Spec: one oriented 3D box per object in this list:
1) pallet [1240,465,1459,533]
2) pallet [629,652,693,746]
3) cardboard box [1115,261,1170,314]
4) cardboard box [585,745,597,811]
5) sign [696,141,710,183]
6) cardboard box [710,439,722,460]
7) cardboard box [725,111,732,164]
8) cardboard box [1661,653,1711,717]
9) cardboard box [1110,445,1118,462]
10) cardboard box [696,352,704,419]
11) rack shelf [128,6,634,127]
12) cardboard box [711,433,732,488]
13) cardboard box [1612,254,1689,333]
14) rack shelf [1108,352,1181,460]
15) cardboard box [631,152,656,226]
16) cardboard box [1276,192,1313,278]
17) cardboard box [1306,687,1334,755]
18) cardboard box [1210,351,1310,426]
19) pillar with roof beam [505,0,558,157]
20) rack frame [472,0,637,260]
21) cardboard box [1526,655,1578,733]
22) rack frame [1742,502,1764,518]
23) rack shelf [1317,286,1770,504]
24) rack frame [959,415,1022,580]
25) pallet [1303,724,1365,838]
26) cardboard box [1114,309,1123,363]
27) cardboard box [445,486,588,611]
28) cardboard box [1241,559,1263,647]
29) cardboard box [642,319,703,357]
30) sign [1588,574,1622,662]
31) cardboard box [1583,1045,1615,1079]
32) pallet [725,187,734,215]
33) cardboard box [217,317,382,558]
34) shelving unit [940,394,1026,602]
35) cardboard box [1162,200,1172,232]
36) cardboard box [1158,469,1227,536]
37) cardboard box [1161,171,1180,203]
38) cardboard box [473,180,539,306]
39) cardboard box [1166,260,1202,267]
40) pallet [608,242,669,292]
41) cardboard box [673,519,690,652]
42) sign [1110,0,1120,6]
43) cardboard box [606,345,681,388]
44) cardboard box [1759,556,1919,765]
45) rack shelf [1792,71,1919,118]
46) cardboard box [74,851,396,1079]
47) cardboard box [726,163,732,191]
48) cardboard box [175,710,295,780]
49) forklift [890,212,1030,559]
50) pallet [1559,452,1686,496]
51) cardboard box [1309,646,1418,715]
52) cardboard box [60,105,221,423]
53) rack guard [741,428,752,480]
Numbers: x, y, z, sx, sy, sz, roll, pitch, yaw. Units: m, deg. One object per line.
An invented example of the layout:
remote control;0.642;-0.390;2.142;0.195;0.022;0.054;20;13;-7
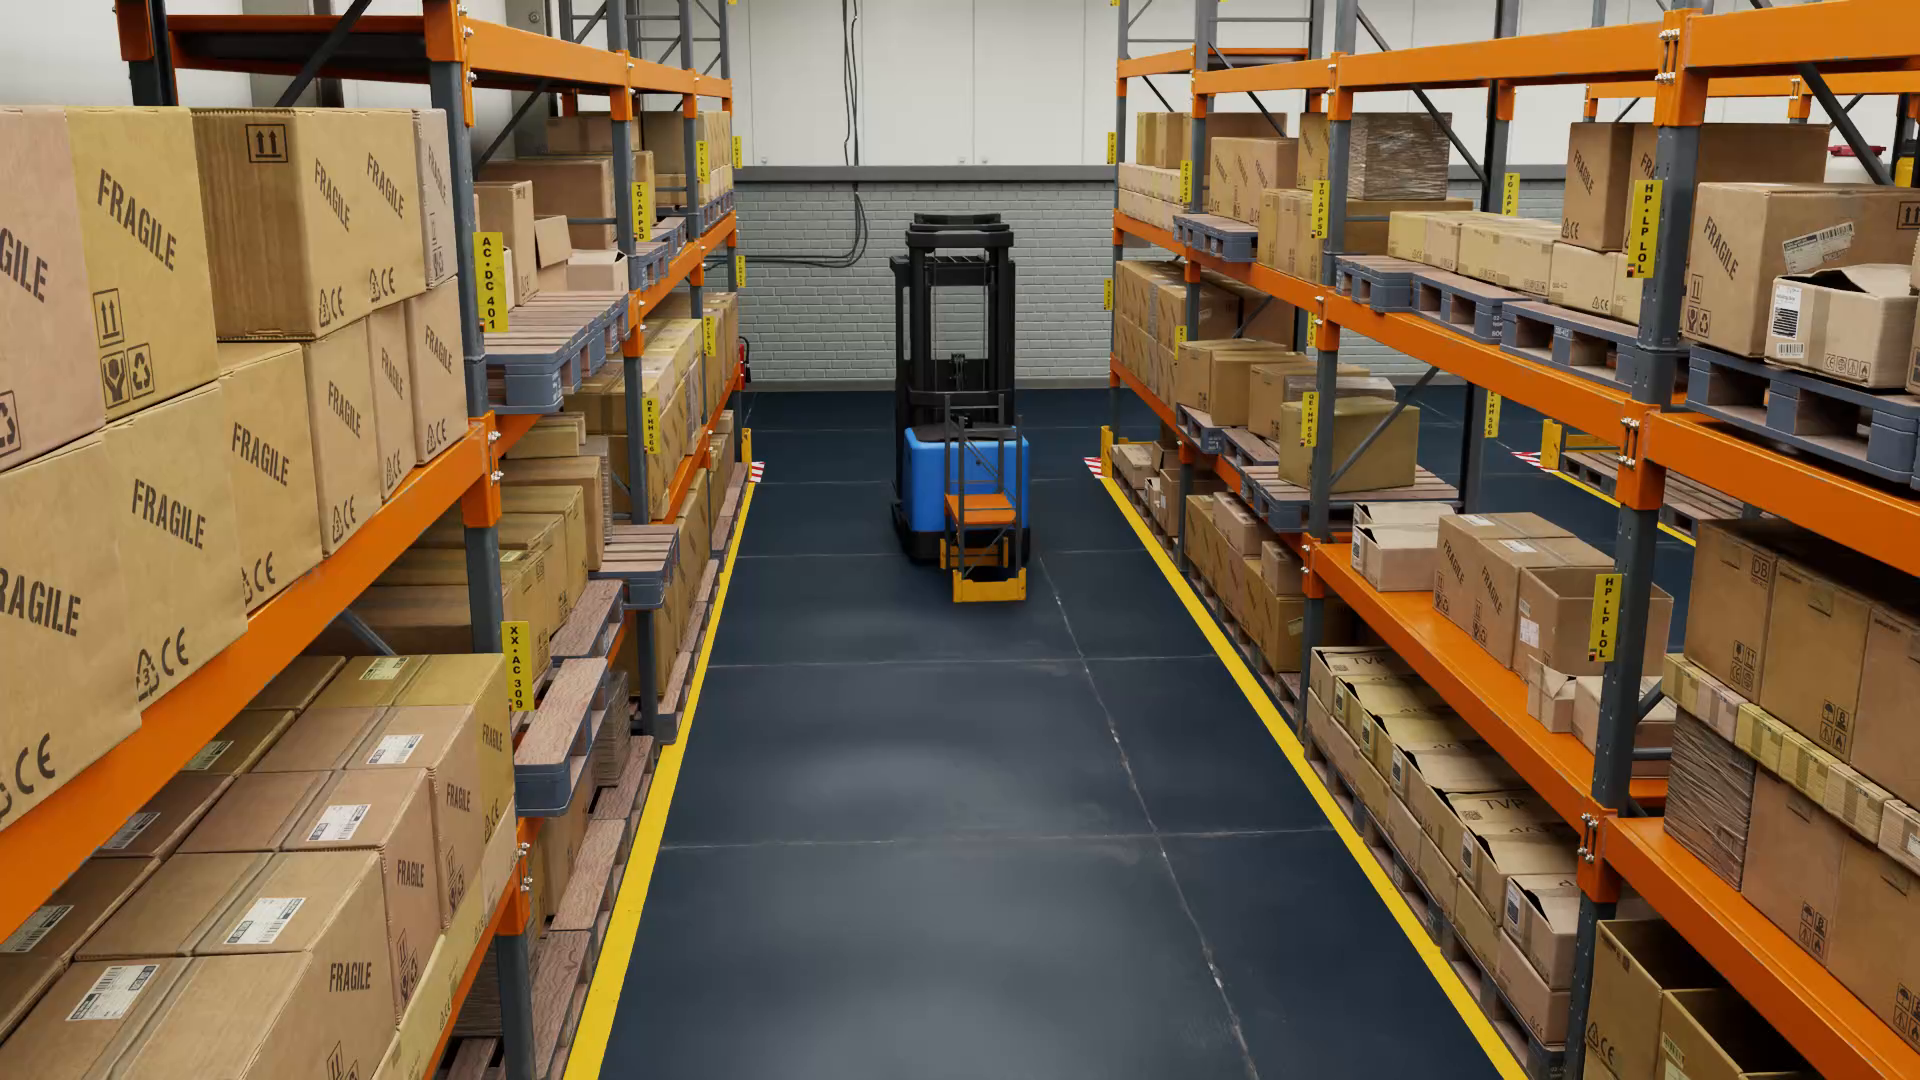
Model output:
pallet;2.502;-0.277;10.692;1.213;0.211;1.003;-1;14;-3
pallet;-2.304;1.028;10.830;1.003;0.211;1.213;-1;14;-3
cardboard box;1.882;-2.610;17.168;0.500;0.500;0.500;0;14;-2
cardboard box;-2.318;1.181;8.775;0.700;0.500;0.500;-1;14;-4
sign;-2.037;-2.986;13.147;0.100;0.325;0.005;-1;14;-3
cardboard box;-2.394;-0.832;15.336;0.380;0.149;0.250;-1;14;-5
cardboard box;-2.508;-3.932;16.245;0.500;0.500;0.500;-1;14;-4
cardboard box;2.685;0.500;5.786;0.380;0.149;0.250;-1;14;-4
cardboard box;1.801;-0.915;17.625;0.380;0.149;0.250;-1;14;-3
cardboard box;-2.298;-1.211;13.100;0.500;0.500;0.500;-1;14;-4
rack shelf;-2.206;-1.991;7.175;1.077;0.370;4.000;-1;14;-3
cardboard box;-2.652;-0.810;16.554;0.700;0.500;0.500;-1;14;-4
cardboard box;2.833;-0.944;6.339;0.500;0.250;0.500;1;14;2
rack shelf;2.242;-1.346;15.906;1.077;0.370;4.000;-1;14;-3
cardboard box;-2.534;-2.476;11.750;0.700;0.500;0.500;-1;14;-4
cardboard box;2.522;-1.938;10.544;0.910;0.500;0.500;-1;14;-3
cardboard box;2.353;1.061;9.784;0.500;0.250;0.500;-1;14;-4
cardboard box;2.278;-1.158;12.686;0.700;0.500;0.500;1;14;5
pillar with roof beam;0.812;-4.252;13.718;9.100;9.000;0.400;-1;14;-3
rack frame;-2.330;-3.030;8.969;1.000;3.000;0.127;-1;14;-3
cardboard box;2.624;0.642;7.006;0.396;0.266;0.258;-1;14;-5
rack frame;7.310;-1.273;14.177;1.000;3.000;0.127;-1;14;-3
rack shelf;2.738;-0.809;7.800;1.077;0.370;4.000;-1;14;-3
rack frame;0.239;-0.240;13.172;0.500;1.500;0.032;-2;15;-6
pallet;2.626;1.353;9.566;1.003;0.211;1.213;-1;14;-3
cardboard box;1.882;-2.126;17.293;0.500;0.500;0.500;-1;14;-2
cardboard box;-2.192;0.040;7.992;0.700;0.500;0.500;-1;14;-3
cardboard box;2.290;0.437;11.664;0.500;0.500;0.500;-1;14;-5
cardboard box;-2.294;-1.573;13.001;0.500;0.250;0.500;-1;14;-2
sign;2.321;0.281;5.974;0.100;0.325;0.005;-1;14;-3
cardboard box;2.588;2.041;5.975;0.500;0.250;0.500;-1;14;-3
pallet;-2.769;-3.340;16.370;1.003;0.211;1.213;-1;14;-3
cardboard box;-1.714;-0.256;3.965;0.500;0.500;0.500;-1;15;-6
shelving unit;0.179;-0.368;13.670;0.587;1.500;1.083;-2;15;-6
cardboard box;2.050;-2.819;14.466;0.500;0.250;0.500;-1;14;-3
cardboard box;2.048;-0.337;14.674;0.500;0.500;0.500;-1;14;-3
cardboard box;2.037;-3.061;14.403;0.500;0.250;0.500;-1;14;-3
cardboard box;-2.113;-1.279;7.137;0.500;0.500;0.500;-1;14;-5
cardboard box;2.420;-2.618;17.199;0.500;0.500;0.500;-1;14;-4
pallet;-2.423;-1.646;9.985;1.213;0.211;1.003;0;14;-1
cardboard box;-2.293;0.310;11.498;0.750;0.750;0.750;-1;14;-4
sign;1.577;-5.580;16.844;0.100;0.325;0.005;-1;14;-3
cardboard box;-2.208;-1.192;11.521;0.500;0.250;0.500;-1;14;-5
cardboard box;2.928;0.352;5.060;0.700;0.500;0.500;-1;14;-4
rack shelf;7.434;-3.139;11.636;1.077;0.370;4.000;-1;14;-3
cardboard box;-1.654;1.061;3.862;0.500;0.500;0.500;0;14;-2
cardboard box;-2.516;-3.568;16.337;0.500;0.250;0.500;0;14;-2
cardboard box;-2.233;0.818;4.806;0.500;0.500;0.500;-1;14;-4
forklift;-0.071;-1.575;15.490;1.130;2.935;3.031;-2;15;-6
pallet;7.075;-0.711;17.591;1.003;0.211;1.213;-1;14;-3
cardboard box;2.353;0.789;9.714;0.500;0.311;0.500;0;14;-2
cardboard box;-1.639;-0.483;2.840;0.500;0.500;0.500;0;14;-2
rack guard;-2.827;-0.910;17.784;1.175;0.500;0.348;-1;14;-3
